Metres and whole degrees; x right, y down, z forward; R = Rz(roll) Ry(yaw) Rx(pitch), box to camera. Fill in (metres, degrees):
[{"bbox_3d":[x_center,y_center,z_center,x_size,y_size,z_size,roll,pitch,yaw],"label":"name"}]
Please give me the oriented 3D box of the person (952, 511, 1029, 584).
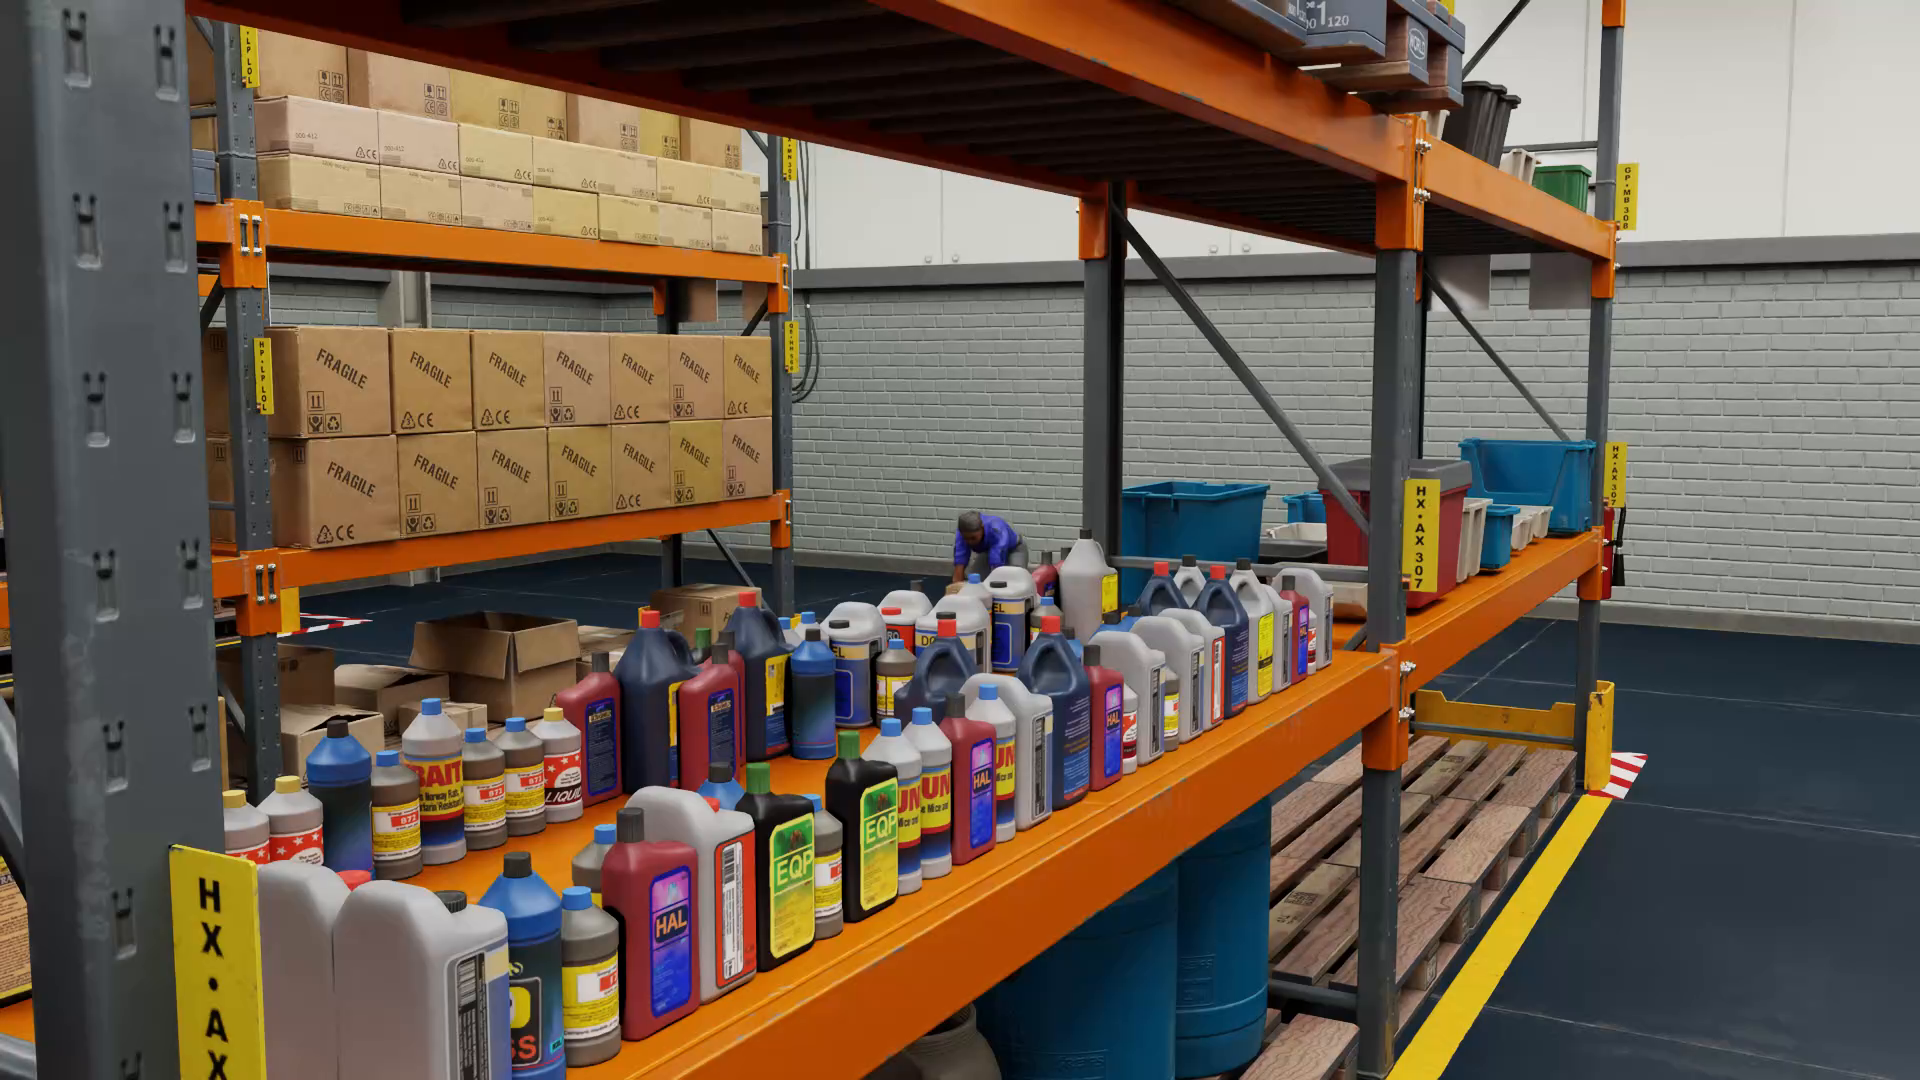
[{"bbox_3d":[0.194,0.332,11.807,0.434,1.125,0.846,3,7,26],"label":"person"}]
